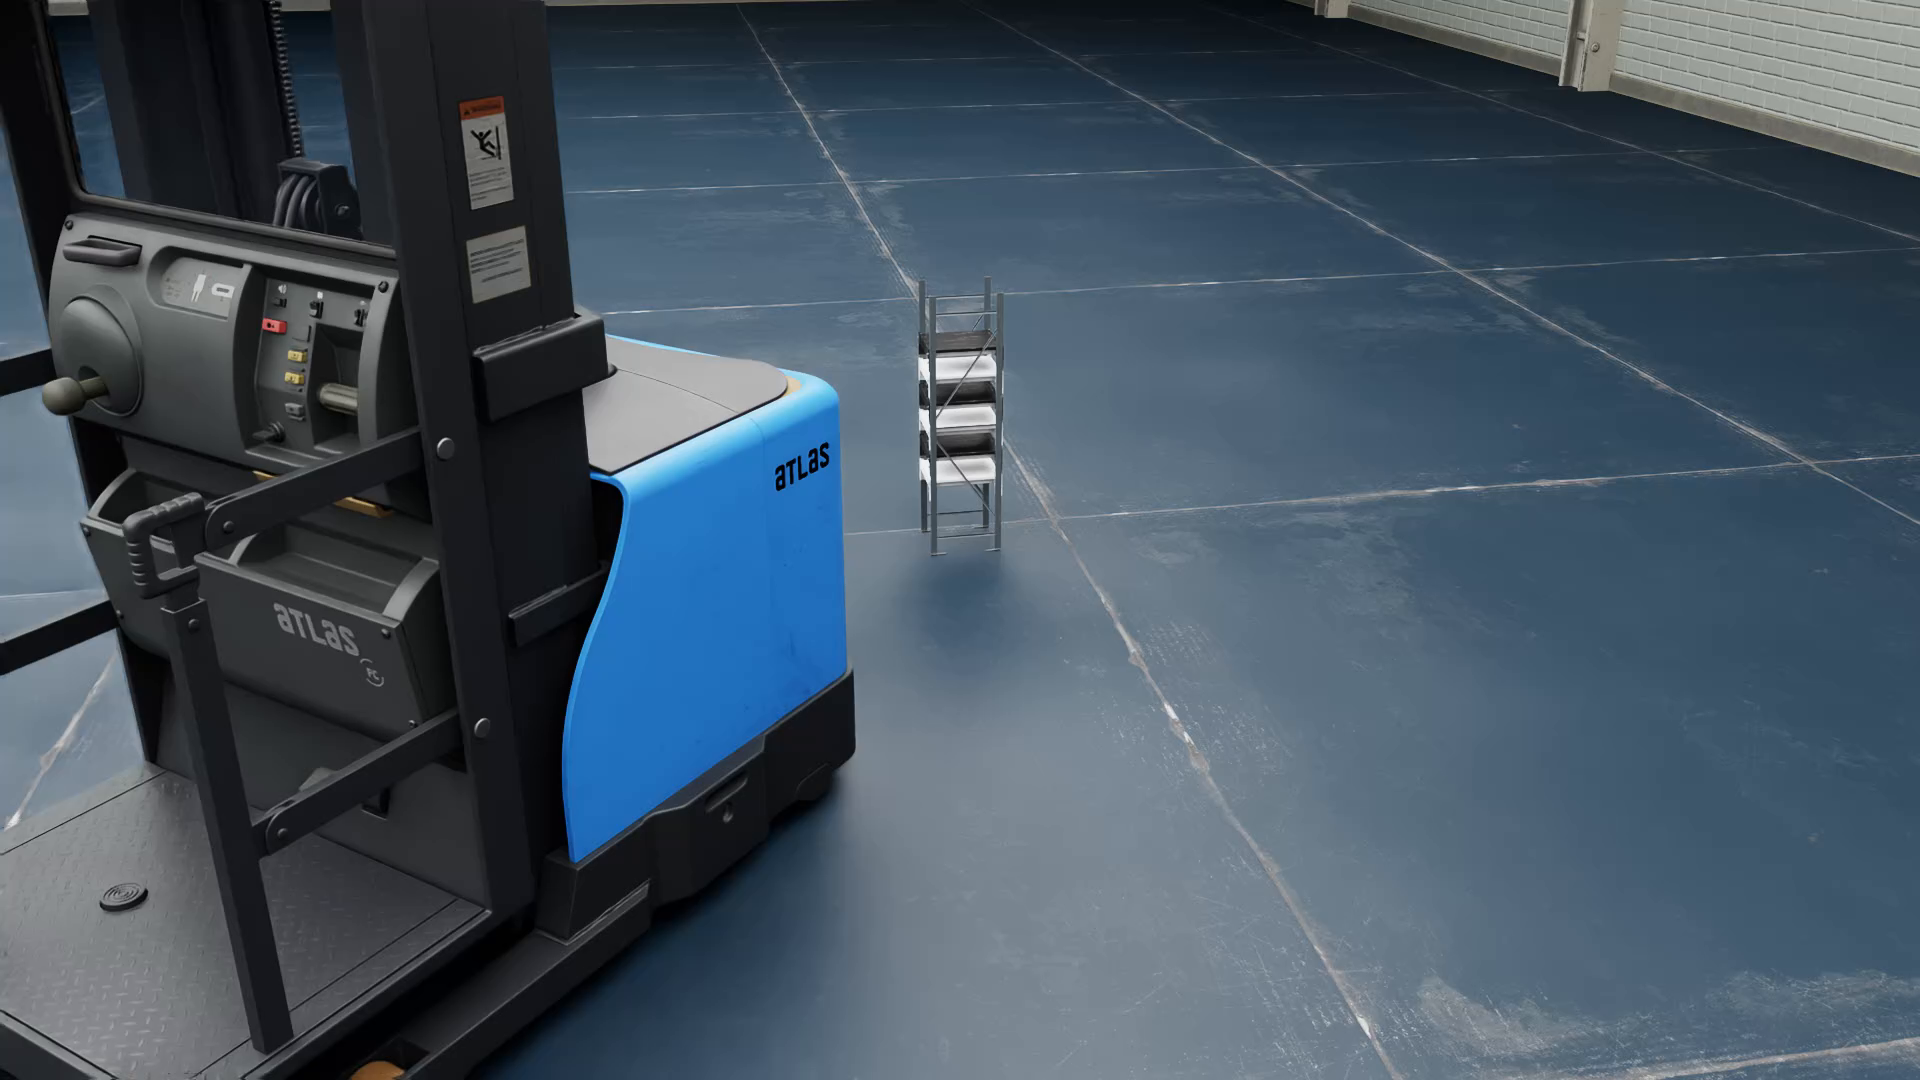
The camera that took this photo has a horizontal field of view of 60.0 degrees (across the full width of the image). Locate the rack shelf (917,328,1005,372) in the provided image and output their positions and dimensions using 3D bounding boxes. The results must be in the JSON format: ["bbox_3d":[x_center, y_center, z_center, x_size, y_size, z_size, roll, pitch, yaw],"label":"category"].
[{"bbox_3d":[0.001,-0.626,5.468,0.258,0.077,0.200,-4,24,-10],"label":"rack shelf"}]

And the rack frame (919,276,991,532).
[{"bbox_3d":[-0.017,-0.449,5.654,0.240,0.900,0.006,-4,24,-10],"label":"rack frame"}]

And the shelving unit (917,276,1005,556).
[{"bbox_3d":[0.001,-0.409,5.563,0.258,0.900,0.210,-4,24,-10],"label":"shelving unit"}]

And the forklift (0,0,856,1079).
[{"bbox_3d":[-1.467,-0.339,2.865,1.130,2.935,3.031,14,27,28],"label":"forklift"}]

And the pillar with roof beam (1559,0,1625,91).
[{"bbox_3d":[1.496,-7.952,12.714,9.100,9.000,0.400,-4,24,-10],"label":"pillar with roof beam"}]

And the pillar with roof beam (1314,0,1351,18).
[{"bbox_3d":[0.387,-10.312,18.118,9.100,9.000,0.400,-4,24,-10],"label":"pillar with roof beam"}]

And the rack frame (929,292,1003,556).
[{"bbox_3d":[0.020,-0.369,5.471,0.240,0.900,0.006,-4,24,-10],"label":"rack frame"}]

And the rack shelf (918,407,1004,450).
[{"bbox_3d":[0.001,-0.379,5.576,0.258,0.077,0.200,-4,24,-10],"label":"rack shelf"}]

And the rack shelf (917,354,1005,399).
[{"bbox_3d":[0.001,-0.544,5.504,0.258,0.077,0.200,-4,24,-10],"label":"rack shelf"}]

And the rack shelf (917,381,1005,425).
[{"bbox_3d":[0.001,-0.461,5.540,0.258,0.077,0.200,-4,24,-10],"label":"rack shelf"}]

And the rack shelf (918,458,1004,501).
[{"bbox_3d":[0.001,-0.214,5.648,0.258,0.077,0.200,-4,24,-10],"label":"rack shelf"}]

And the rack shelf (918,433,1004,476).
[{"bbox_3d":[0.001,-0.296,5.612,0.258,0.077,0.200,-4,24,-10],"label":"rack shelf"}]
